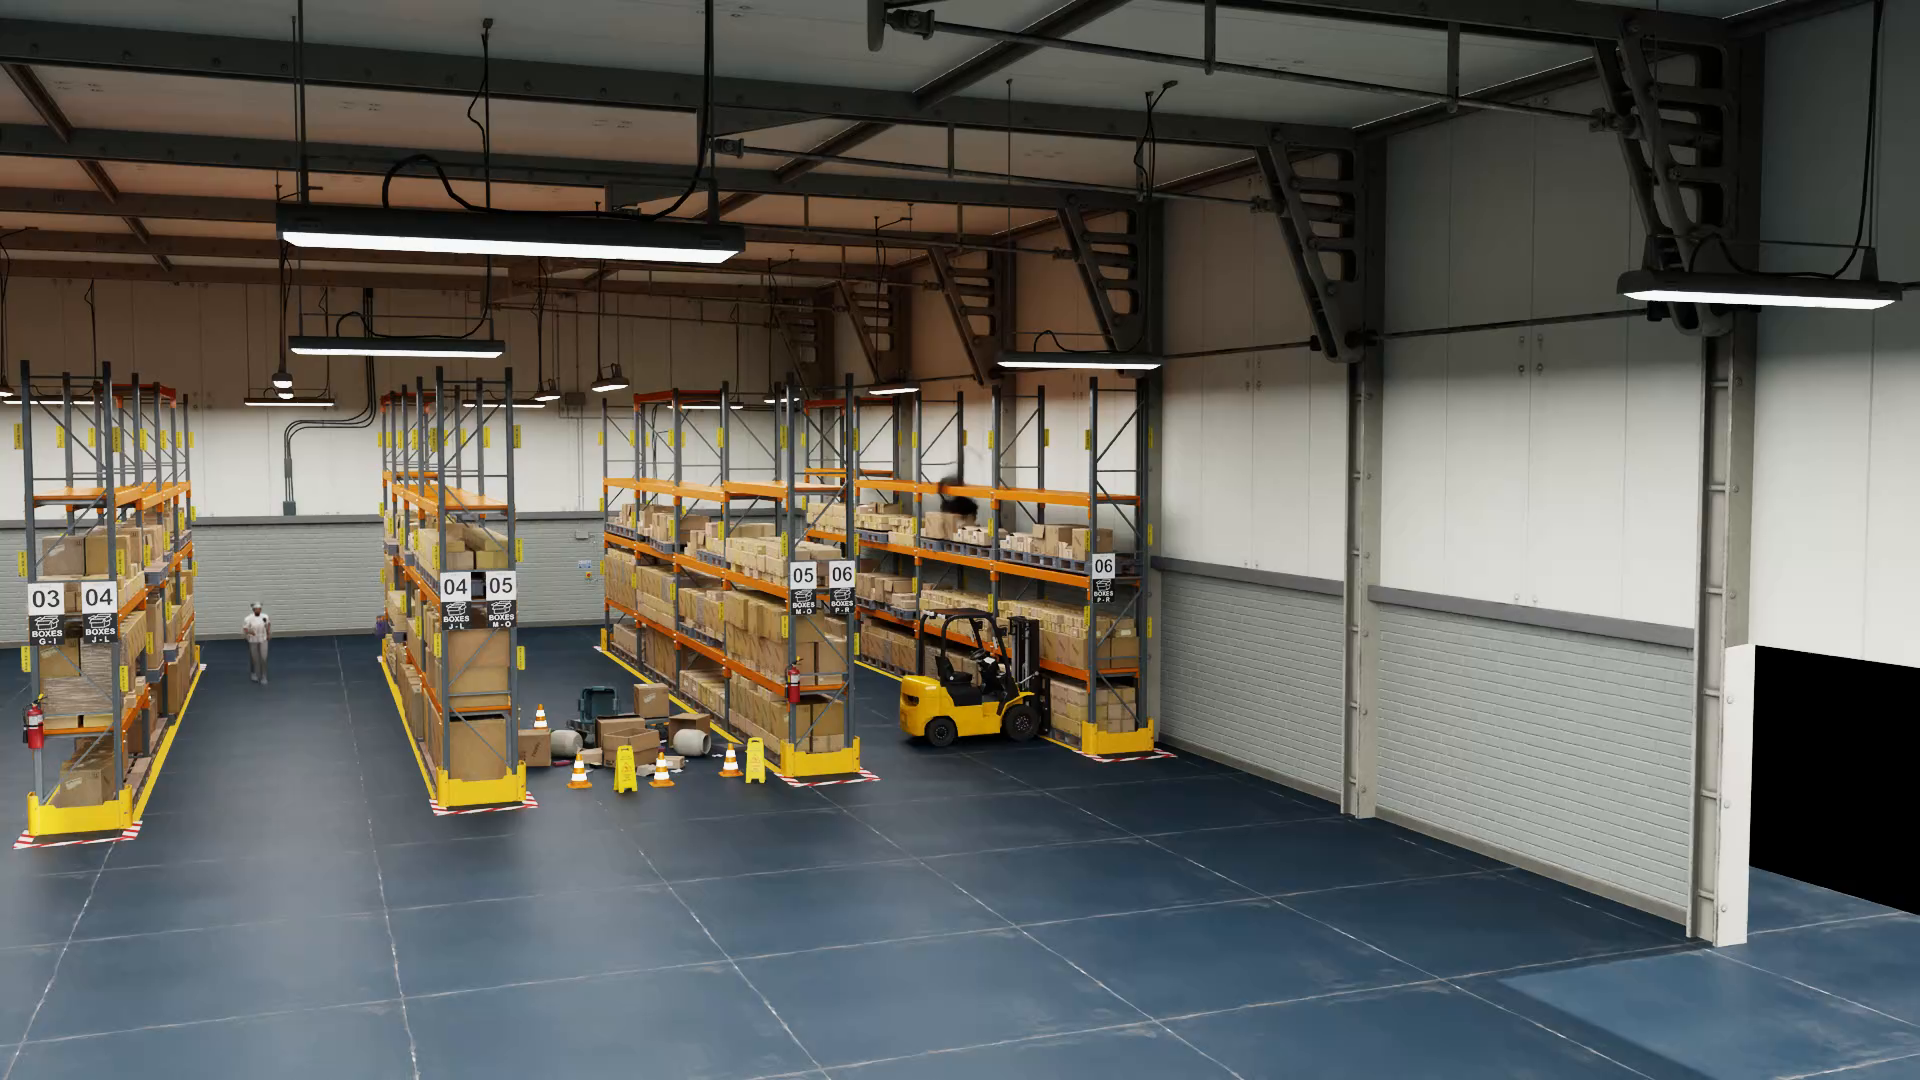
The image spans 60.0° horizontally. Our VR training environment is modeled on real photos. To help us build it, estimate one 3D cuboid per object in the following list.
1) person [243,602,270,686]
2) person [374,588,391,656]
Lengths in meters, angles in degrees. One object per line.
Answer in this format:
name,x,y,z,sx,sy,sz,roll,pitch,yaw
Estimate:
person,-14.433,2.107,34.143,0.540,1.718,0.878,-2,4,-27
person,-13.305,1.910,38.654,0.543,1.624,0.627,-3,5,-41
